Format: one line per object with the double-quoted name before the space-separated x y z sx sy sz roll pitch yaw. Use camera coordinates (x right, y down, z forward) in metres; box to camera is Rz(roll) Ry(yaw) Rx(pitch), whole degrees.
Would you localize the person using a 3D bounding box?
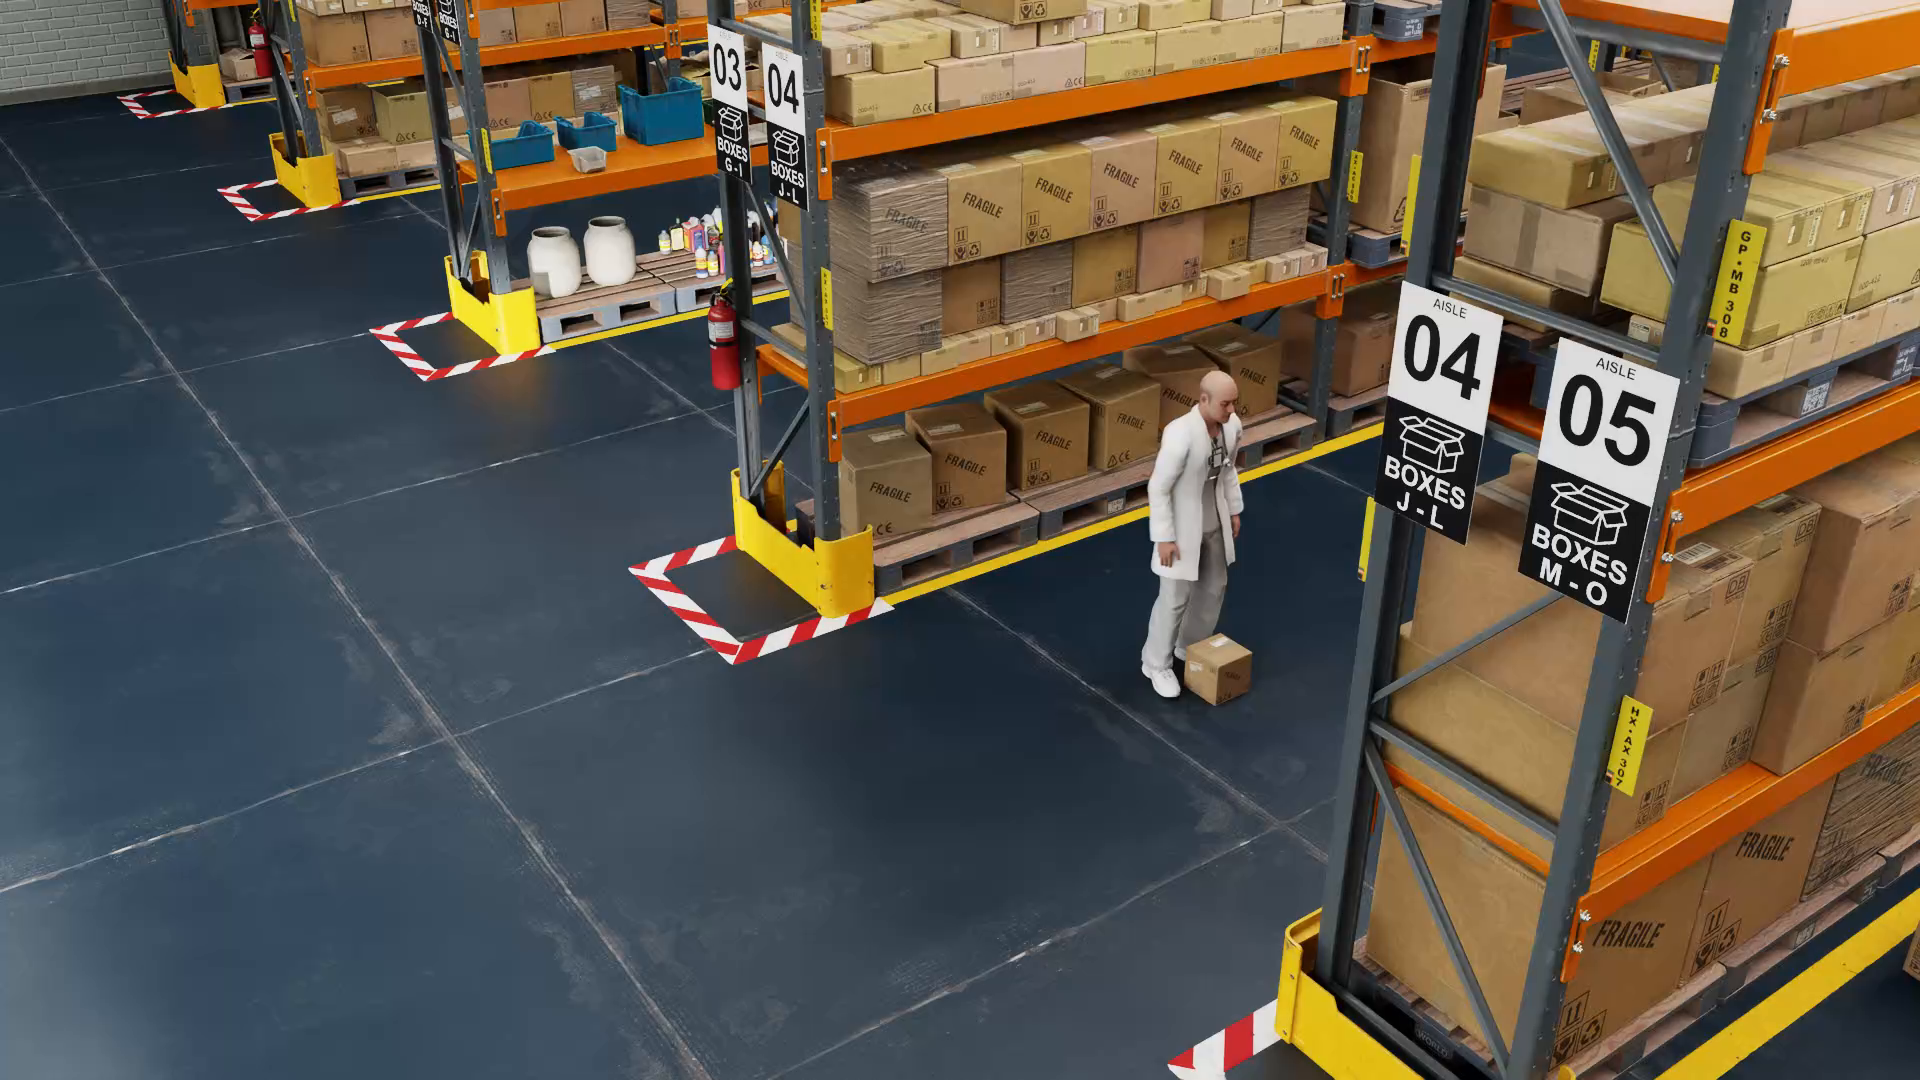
"person" 1.252 -0.069 8.768 0.652 1.773 0.426 -20 34 -33
